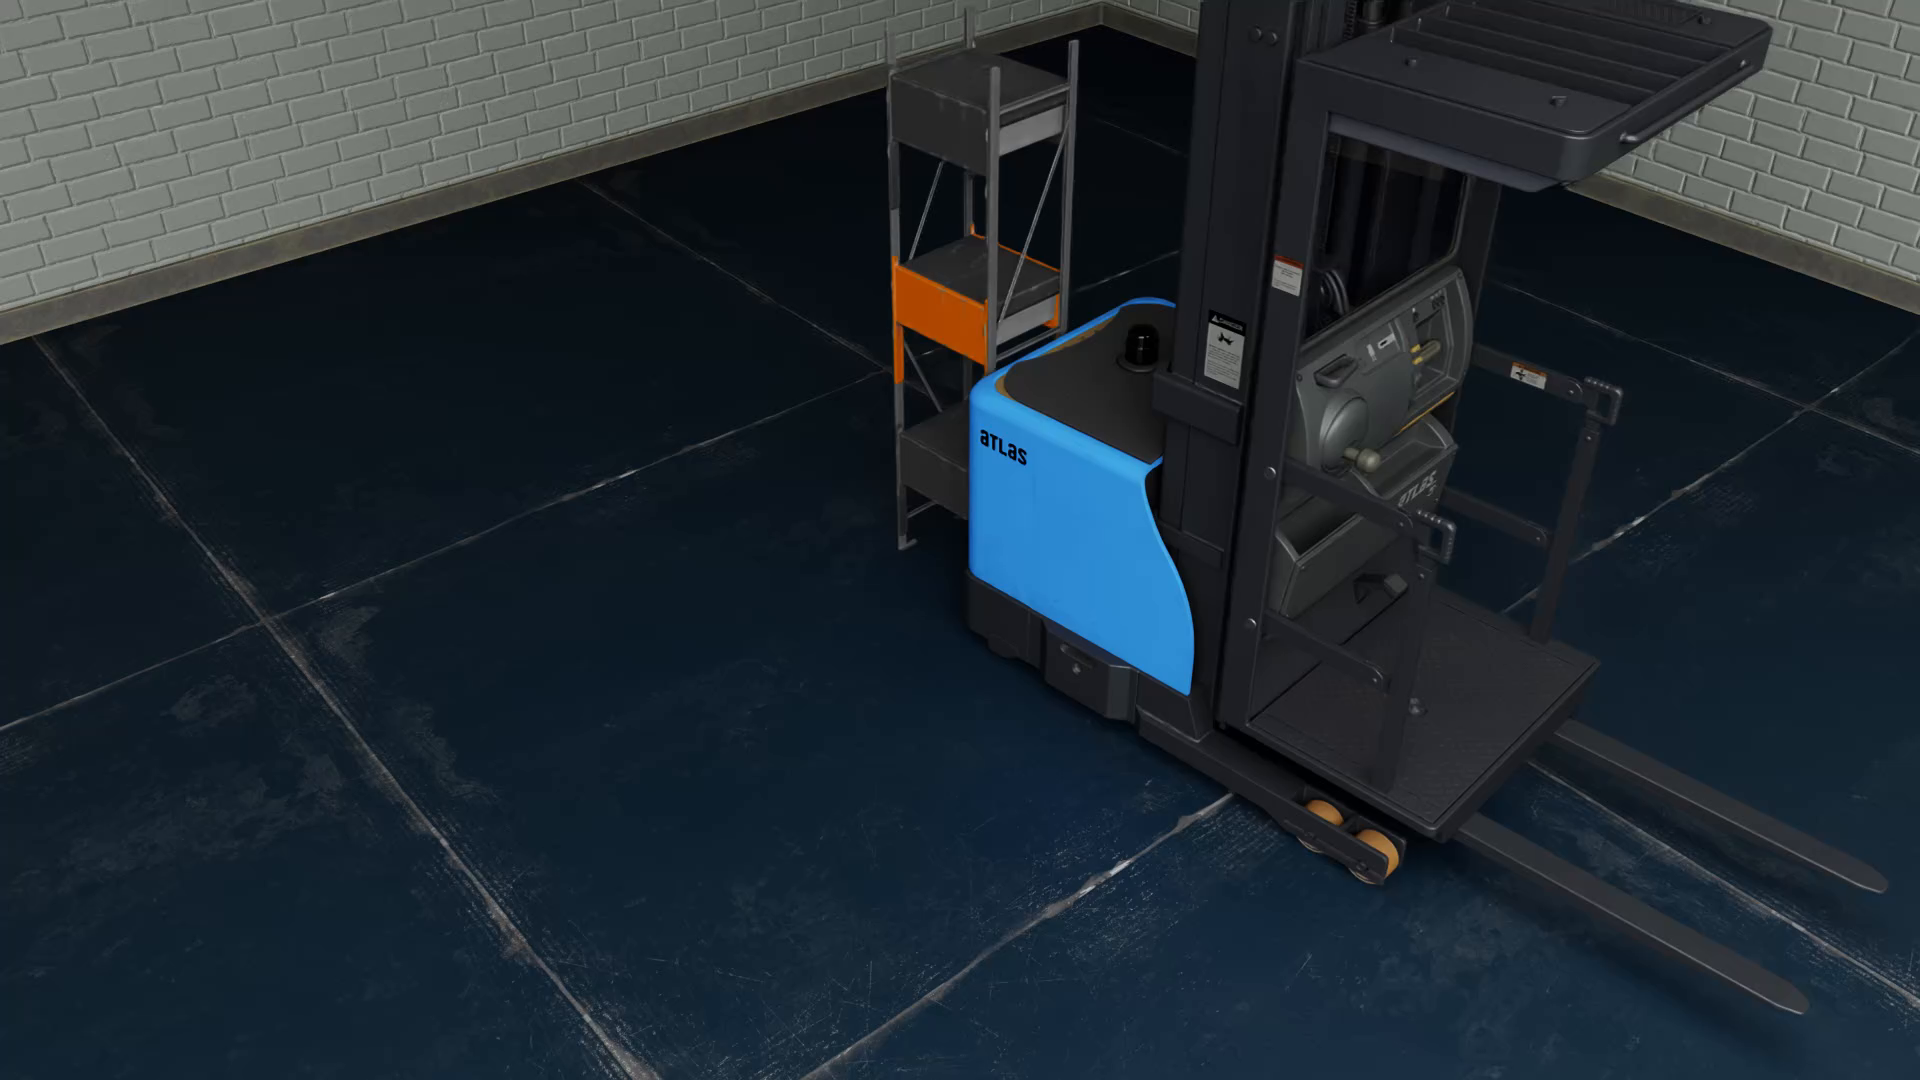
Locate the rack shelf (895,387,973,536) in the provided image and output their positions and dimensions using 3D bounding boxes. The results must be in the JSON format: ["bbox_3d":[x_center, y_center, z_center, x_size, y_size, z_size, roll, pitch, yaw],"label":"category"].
[{"bbox_3d":[0.070,-0.212,6.468,0.431,0.518,0.480,-29,45,-35],"label":"rack shelf"}]

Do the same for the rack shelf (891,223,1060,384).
[{"bbox_3d":[0.070,-0.784,6.063,0.431,0.518,0.480,-29,45,-35],"label":"rack shelf"}]

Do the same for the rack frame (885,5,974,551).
[{"bbox_3d":[-0.100,-0.896,6.198,0.400,2.100,0.015,-29,45,-35],"label":"rack frame"}]

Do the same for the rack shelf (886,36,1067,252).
[{"bbox_3d":[0.070,-1.355,5.659,0.431,0.518,0.480,-29,45,-35],"label":"rack shelf"}]

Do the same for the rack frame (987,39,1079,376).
[{"bbox_3d":[0.240,-0.694,5.913,0.400,2.100,0.015,-29,45,-35],"label":"rack frame"}]

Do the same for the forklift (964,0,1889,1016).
[{"bbox_3d":[1.430,-0.461,4.864,3.031,2.935,1.130,29,44,34],"label":"forklift"}]

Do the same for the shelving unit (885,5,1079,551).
[{"bbox_3d":[0.070,-0.795,6.055,0.431,2.100,0.503,-29,45,-35],"label":"shelving unit"}]
